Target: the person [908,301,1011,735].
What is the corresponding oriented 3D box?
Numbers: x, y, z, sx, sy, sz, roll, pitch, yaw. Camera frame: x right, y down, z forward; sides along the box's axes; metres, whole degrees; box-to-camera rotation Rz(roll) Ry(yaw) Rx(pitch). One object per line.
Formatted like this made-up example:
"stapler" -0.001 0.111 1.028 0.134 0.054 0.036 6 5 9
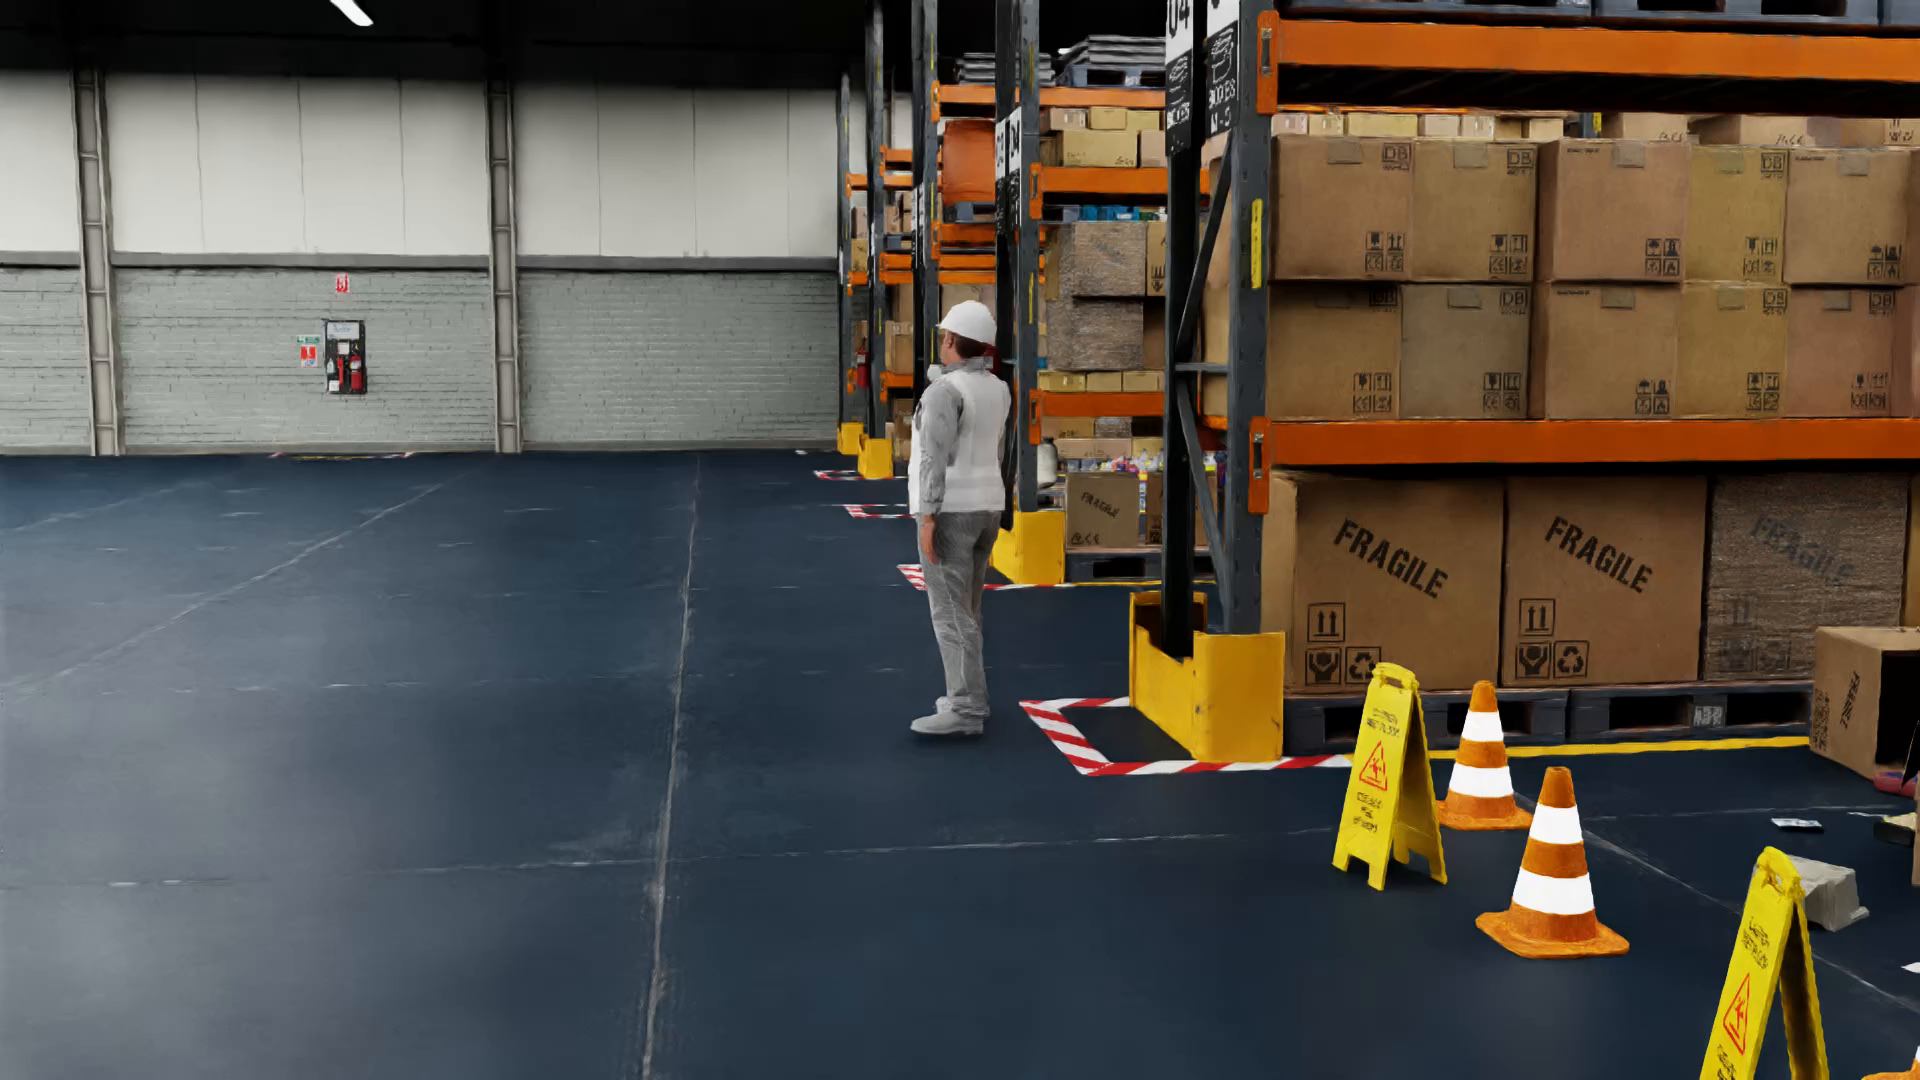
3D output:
"person" -0.030 -0.097 6.903 0.477 1.778 0.580 4 8 33
